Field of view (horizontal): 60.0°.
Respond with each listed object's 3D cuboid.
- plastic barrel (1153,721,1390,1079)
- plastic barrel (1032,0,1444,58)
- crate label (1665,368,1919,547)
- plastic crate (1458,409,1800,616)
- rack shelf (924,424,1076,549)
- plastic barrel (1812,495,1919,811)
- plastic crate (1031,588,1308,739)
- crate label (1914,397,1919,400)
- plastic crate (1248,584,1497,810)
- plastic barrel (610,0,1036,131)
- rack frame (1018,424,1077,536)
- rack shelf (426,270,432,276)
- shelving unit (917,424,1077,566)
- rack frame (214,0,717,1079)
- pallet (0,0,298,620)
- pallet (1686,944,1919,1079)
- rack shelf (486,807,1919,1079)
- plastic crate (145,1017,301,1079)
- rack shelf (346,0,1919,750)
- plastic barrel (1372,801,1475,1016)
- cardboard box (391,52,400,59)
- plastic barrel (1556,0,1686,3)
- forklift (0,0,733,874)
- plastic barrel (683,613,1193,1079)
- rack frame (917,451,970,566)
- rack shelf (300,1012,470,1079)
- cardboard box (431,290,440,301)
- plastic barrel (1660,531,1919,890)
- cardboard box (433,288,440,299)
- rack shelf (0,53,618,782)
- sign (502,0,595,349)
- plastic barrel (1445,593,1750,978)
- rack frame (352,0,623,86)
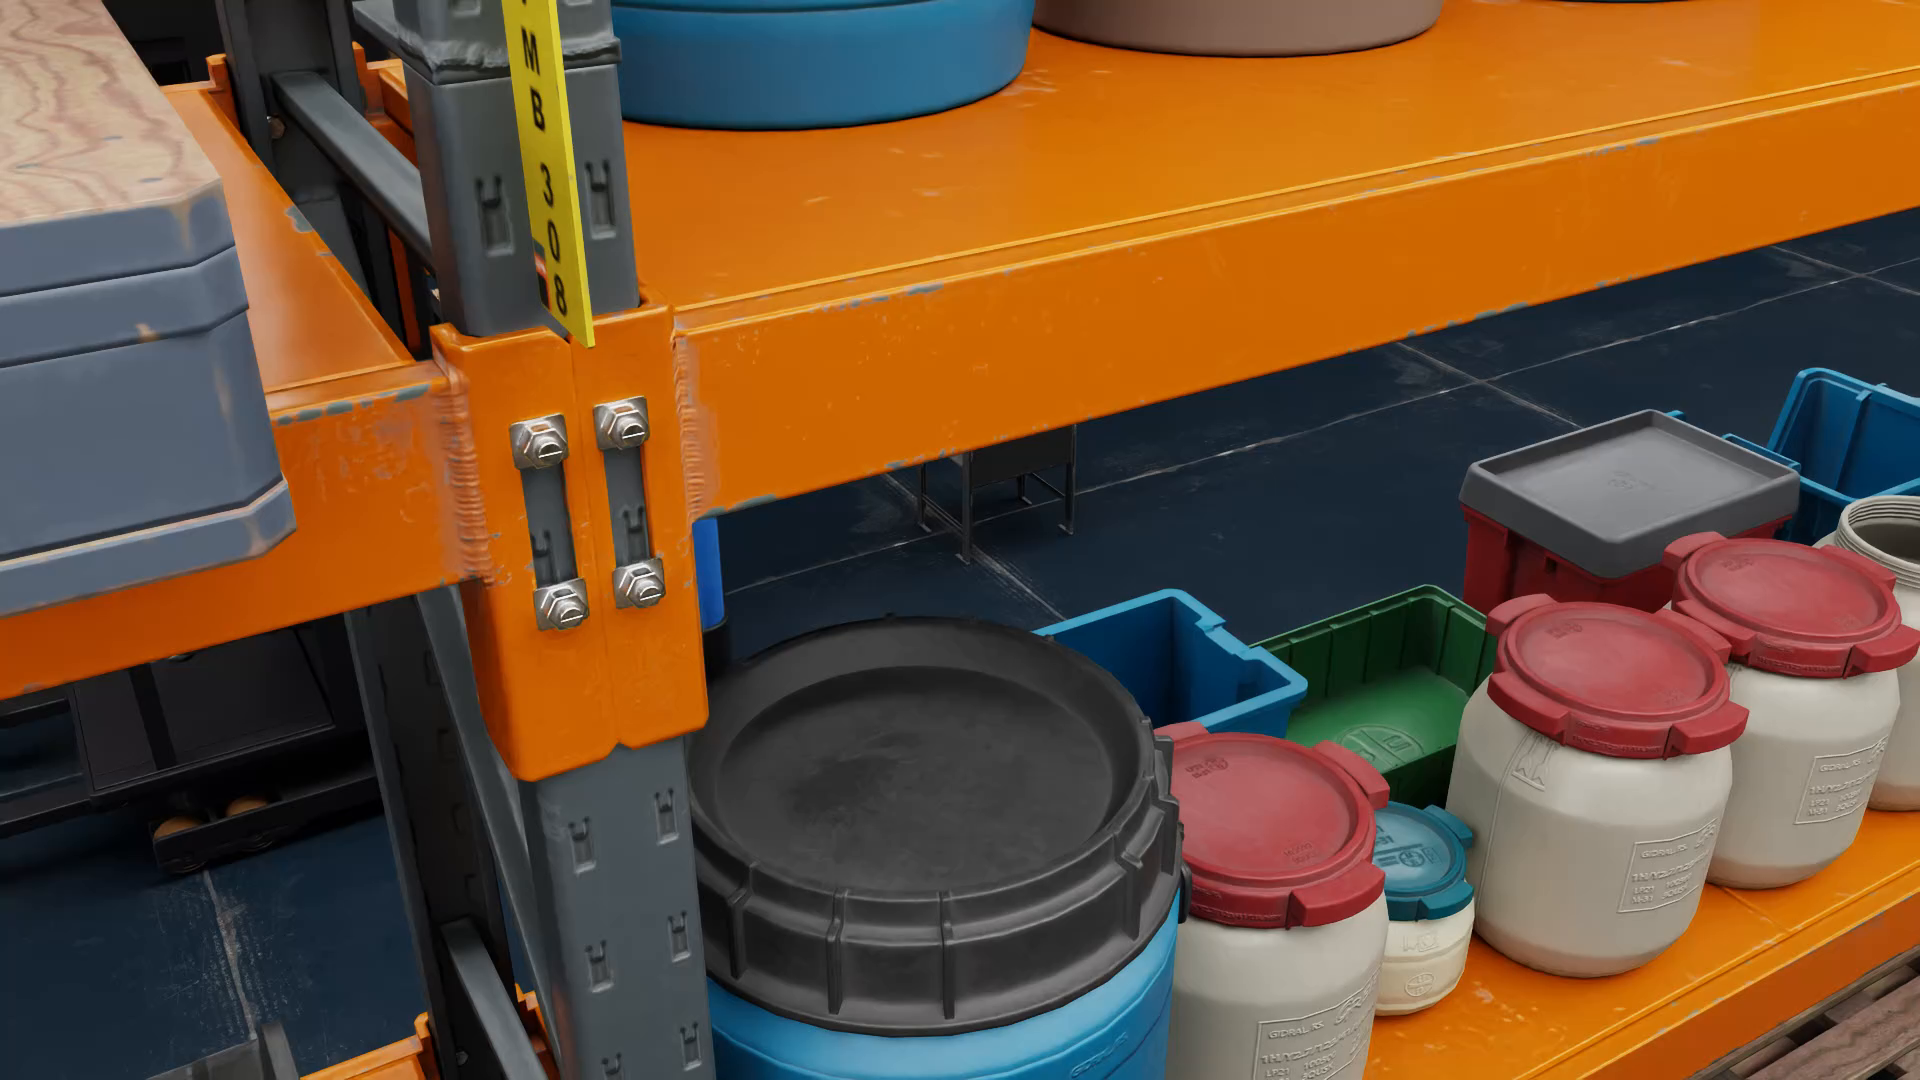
[{"bbox_3d":[0.399,0.595,2.427,0.433,0.535,0.433,0,29,0],"label":"plastic barrel"},{"bbox_3d":[0.356,-1.111,2.035,0.600,0.901,0.600,0,29,0],"label":"plastic barrel"},{"bbox_3d":[1.918,-0.067,3.730,0.616,0.435,0.502,-16,33,-26],"label":"crate label"},{"bbox_3d":[1.364,0.058,3.474,0.583,0.464,0.402,-16,33,-26],"label":"plastic crate"},{"bbox_3d":[0.143,-0.335,6.661,0.480,0.518,0.431,-16,33,-26],"label":"rack shelf"},{"bbox_3d":[1.770,0.213,3.144,0.421,0.512,0.421,0,29,0],"label":"plastic barrel"},{"bbox_3d":[0.257,0.404,2.929,0.575,0.384,0.392,-16,33,-26],"label":"plastic crate"},{"bbox_3d":[2.359,-0.162,4.112,0.416,0.233,0.303,-16,33,-26],"label":"crate label"},{"bbox_3d":[0.822,0.346,3.238,0.662,0.188,0.450,-16,33,-26],"label":"plastic crate"},{"bbox_3d":[-0.208,-0.951,1.745,0.708,0.901,0.600,-16,33,-26],"label":"plastic barrel"},{"bbox_3d":[0.353,-1.020,6.424,0.015,2.100,0.400,-16,33,-26],"label":"rack frame"},{"bbox_3d":[-1.319,-1.442,7.003,4.000,0.370,1.077,-16,33,-26],"label":"rack shelf"},{"bbox_3d":[0.143,-0.960,6.316,0.503,2.100,0.431,-16,33,-26],"label":"shelving unit"},{"bbox_3d":[-0.537,0.797,2.201,0.127,3.000,1.000,-16,33,-26],"label":"rack frame"},{"bbox_3d":[-1.109,-0.216,1.128,1.003,0.211,1.213,-16,33,-26],"label":"pallet"},{"bbox_3d":[2.224,1.212,4.335,1.213,0.211,1.003,-16,33,-26],"label":"pallet"},{"bbox_3d":[1.188,0.622,3.262,4.000,0.370,1.077,-16,33,-26],"label":"rack shelf"},{"bbox_3d":[-1.053,0.899,2.080,0.504,0.338,0.767,-16,33,-26],"label":"plastic crate"},{"bbox_3d":[1.188,-0.691,2.537,4.000,0.370,1.077,-16,33,-26],"label":"rack shelf"},{"bbox_3d":[0.682,0.598,2.706,0.301,0.262,0.301,0,29,0],"label":"plastic barrel"},{"bbox_3d":[-1.918,-1.621,6.480,0.500,0.500,0.500,-13,32,-23],"label":"cardboard box"},{"bbox_3d":[0.920,-1.271,2.325,0.708,0.901,0.600,-16,33,-26],"label":"plastic barrel"},{"bbox_3d":[-2.319,-0.585,4.777,3.031,2.935,1.130,-16,33,-26],"label":"forklift"},{"bbox_3d":[-0.050,0.609,2.023,0.708,0.901,0.600,-16,33,-26],"label":"plastic barrel"},{"bbox_3d":[-0.068,-0.900,6.208,0.015,2.100,0.400,-16,33,-26],"label":"rack frame"},{"bbox_3d":[-2.261,1.602,1.488,4.000,0.370,1.077,-16,33,-26],"label":"rack shelf"},{"bbox_3d":[-2.394,-0.841,7.001,0.500,0.311,0.500,-15,32,-25],"label":"cardboard box"},{"bbox_3d":[1.405,0.309,2.945,0.433,0.535,0.433,0,29,0],"label":"plastic barrel"},{"bbox_3d":[-1.962,-0.963,7.220,0.500,0.311,0.500,-16,33,-26],"label":"cardboard box"},{"bbox_3d":[-2.261,0.288,0.763,4.000,0.370,1.077,-16,33,-26],"label":"rack shelf"},{"bbox_3d":[-0.268,-0.288,1.054,0.005,0.325,0.100,-16,33,-26],"label":"sign"},{"bbox_3d":[1.032,0.415,2.753,0.433,0.535,0.433,0,29,0],"label":"plastic barrel"},{"bbox_3d":[-0.537,-1.829,0.752,0.127,3.000,1.000,-16,33,-26],"label":"rack frame"}]
